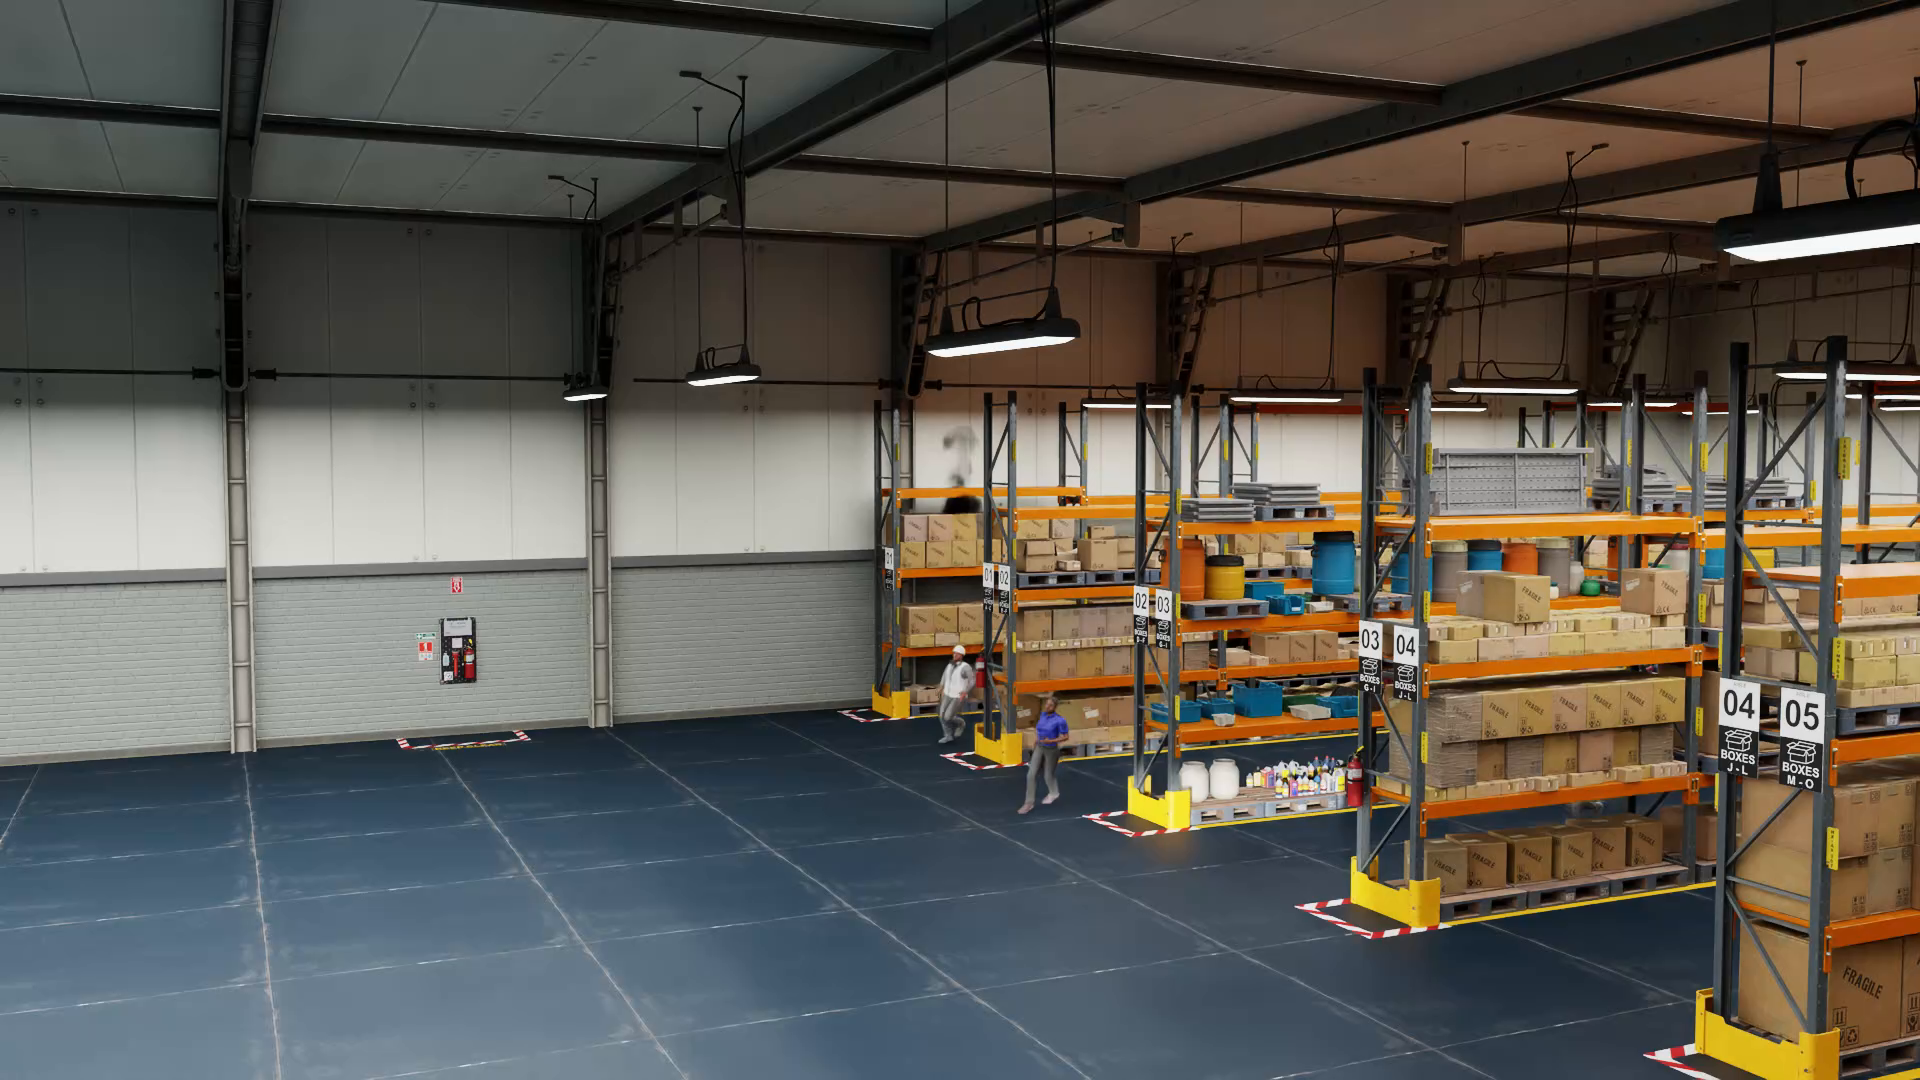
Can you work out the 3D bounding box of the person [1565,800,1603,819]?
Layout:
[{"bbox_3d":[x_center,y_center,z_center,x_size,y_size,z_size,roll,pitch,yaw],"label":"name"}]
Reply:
[{"bbox_3d":[8.125,3.115,21.728,0.700,1.621,0.610,-1,4,-20],"label":"person"}]

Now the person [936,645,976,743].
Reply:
[{"bbox_3d":[-0.072,2.656,28.582,0.703,1.717,0.535,3,5,45],"label":"person"}]

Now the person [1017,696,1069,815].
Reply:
[{"bbox_3d":[1.272,2.999,23.328,0.621,1.648,0.865,2,4,33],"label":"person"}]
